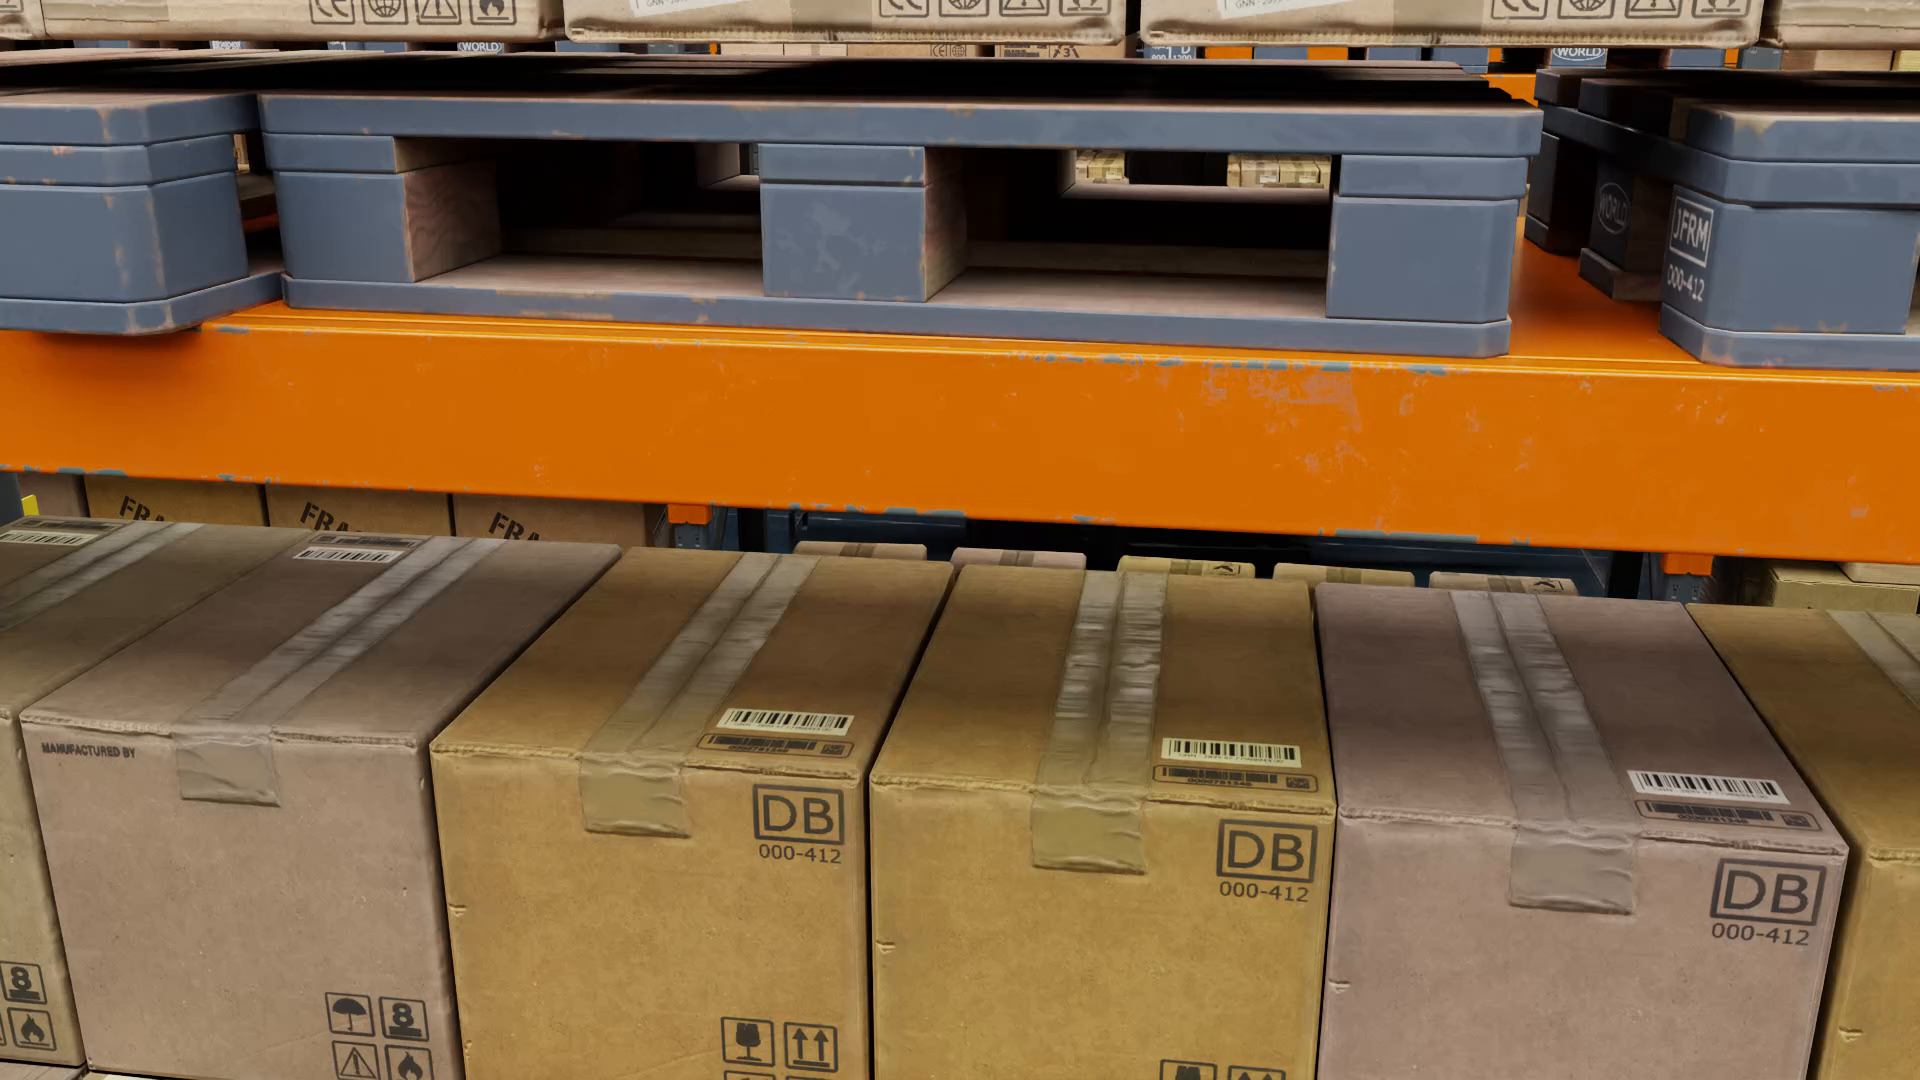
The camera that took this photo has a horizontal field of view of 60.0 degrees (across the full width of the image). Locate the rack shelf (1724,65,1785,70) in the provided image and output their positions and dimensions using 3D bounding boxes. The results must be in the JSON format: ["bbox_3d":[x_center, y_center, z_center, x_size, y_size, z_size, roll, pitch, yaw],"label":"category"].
[{"bbox_3d":[4.856,-1.524,6.036,4.000,0.370,1.077,3,19,9],"label":"rack shelf"}]

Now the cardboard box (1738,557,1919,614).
[{"bbox_3d":[3.421,0.320,6.608,0.500,0.500,0.500,4,19,11],"label":"cardboard box"}]

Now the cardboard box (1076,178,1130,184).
[{"bbox_3d":[0.592,-1.446,7.086,0.250,0.149,0.380,2,19,6],"label":"cardboard box"}]

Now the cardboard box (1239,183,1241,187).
[{"bbox_3d":[2.127,-2.260,11.279,0.500,0.250,0.500,3,19,10],"label":"cardboard box"}]

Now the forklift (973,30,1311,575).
[{"bbox_3d":[1.615,-1.368,9.271,3.031,2.935,1.130,1,19,4],"label":"forklift"}]

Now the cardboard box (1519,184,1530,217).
[{"bbox_3d":[2.473,-1.373,6.868,0.250,0.149,0.380,3,19,8],"label":"cardboard box"}]

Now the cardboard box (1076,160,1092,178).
[{"bbox_3d":[0.765,-2.519,11.425,0.250,0.149,0.380,3,19,9],"label":"cardboard box"}]

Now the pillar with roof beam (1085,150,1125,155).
[{"bbox_3d":[0.463,-4.013,7.614,0.400,9.000,9.100,3,19,9],"label":"pillar with roof beam"}]

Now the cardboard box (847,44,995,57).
[{"bbox_3d":[-0.134,-2.164,6.657,0.500,0.500,0.700,3,19,9],"label":"cardboard box"}]

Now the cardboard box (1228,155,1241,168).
[{"bbox_3d":[1.854,-2.630,11.755,0.250,0.149,0.380,3,19,9],"label":"cardboard box"}]

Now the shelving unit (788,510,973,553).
[{"bbox_3d":[-0.441,-0.705,9.547,1.048,1.500,0.538,1,19,4],"label":"shelving unit"}]

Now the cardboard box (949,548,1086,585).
[{"bbox_3d":[0.218,0.369,7.453,0.625,0.372,0.950,3,19,8],"label":"cardboard box"}]

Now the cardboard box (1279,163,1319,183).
[{"bbox_3d":[2.272,-2.442,11.193,0.250,0.149,0.380,2,19,7],"label":"cardboard box"}]

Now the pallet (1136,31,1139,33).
[{"bbox_3d":[1.504,-3.571,11.319,1.213,0.211,1.003,4,19,11],"label":"pallet"}]

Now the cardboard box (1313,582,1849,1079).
[{"bbox_3d":[0.698,0.417,2.096,0.500,0.500,0.700,3,19,9],"label":"cardboard box"}]

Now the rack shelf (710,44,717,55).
[{"bbox_3d":[-2.259,-3.482,11.888,4.000,0.370,1.077,3,19,9],"label":"rack shelf"}]

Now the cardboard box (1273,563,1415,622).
[{"bbox_3d":[1.653,0.443,7.231,0.625,0.372,0.950,4,19,12],"label":"cardboard box"}]

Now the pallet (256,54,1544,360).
[{"bbox_3d":[-0.005,-0.450,1.992,1.213,0.211,1.003,4,19,11],"label":"pallet"}]

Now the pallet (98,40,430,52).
[{"bbox_3d":[-2.817,-2.149,7.067,1.213,0.211,1.003,4,19,11],"label":"pallet"}]

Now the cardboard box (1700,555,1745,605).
[{"bbox_3d":[3.508,0.152,7.112,0.500,0.500,0.500,3,19,8],"label":"cardboard box"}]

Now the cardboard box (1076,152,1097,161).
[{"bbox_3d":[0.844,-2.701,11.968,0.250,0.149,0.380,3,19,8],"label":"cardboard box"}]

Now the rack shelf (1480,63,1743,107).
[{"bbox_3d":[0.907,-1.725,6.638,4.000,0.370,1.077,3,19,9],"label":"rack shelf"}]

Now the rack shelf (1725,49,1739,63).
[{"bbox_3d":[5.640,-3.079,10.685,4.000,0.370,1.077,3,19,9],"label":"rack shelf"}]

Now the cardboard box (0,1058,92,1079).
[{"bbox_3d":[-1.353,0.871,2.314,0.500,0.500,0.500,3,19,9],"label":"cardboard box"}]

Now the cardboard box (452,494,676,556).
[{"bbox_3d":[-1.737,0.003,7.753,0.875,0.875,0.875,3,19,8],"label":"cardboard box"}]

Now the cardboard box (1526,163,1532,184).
[{"bbox_3d":[4.023,-2.518,11.420,0.250,0.149,0.380,3,19,8],"label":"cardboard box"}]

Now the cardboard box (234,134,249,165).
[{"bbox_3d":[-5.662,-3.085,12.881,0.500,0.500,0.500,2,19,7],"label":"cardboard box"}]

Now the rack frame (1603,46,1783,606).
[{"bbox_3d":[2.881,-0.543,6.699,0.127,3.000,1.000,3,19,9],"label":"rack frame"}]

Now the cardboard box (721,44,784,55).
[{"bbox_3d":[-0.784,-1.979,6.658,0.250,0.149,0.380,3,19,9],"label":"cardboard box"}]

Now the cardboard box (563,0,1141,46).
[{"bbox_3d":[-0.072,-0.659,1.639,0.500,0.311,0.500,3,19,8],"label":"cardboard box"}]

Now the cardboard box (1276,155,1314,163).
[{"bbox_3d":[2.352,-2.608,11.690,0.250,0.149,0.380,3,19,9],"label":"cardboard box"}]

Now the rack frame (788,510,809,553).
[{"bbox_3d":[-0.948,-0.717,9.582,0.032,1.500,0.500,1,19,4],"label":"rack frame"}]

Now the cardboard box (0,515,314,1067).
[{"bbox_3d":[-1.312,0.316,2.399,0.500,0.500,0.700,3,19,8],"label":"cardboard box"}]

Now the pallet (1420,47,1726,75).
[{"bbox_3d":[2.289,-1.941,6.445,1.003,0.211,1.213,3,19,9],"label":"pallet"}]

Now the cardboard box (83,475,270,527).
[{"bbox_3d":[-3.499,-0.088,8.026,0.875,0.875,0.875,3,19,10],"label":"cardboard box"}]

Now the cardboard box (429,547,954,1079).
[{"bbox_3d":[-0.305,0.366,2.249,0.500,0.500,0.700,3,19,8],"label":"cardboard box"}]

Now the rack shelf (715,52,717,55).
[{"bbox_3d":[-3.043,-1.926,7.240,4.000,0.370,1.077,3,19,9],"label":"rack shelf"}]

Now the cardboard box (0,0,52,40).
[{"bbox_3d":[-1.074,-0.710,1.792,0.500,0.311,0.500,3,19,9],"label":"cardboard box"}]

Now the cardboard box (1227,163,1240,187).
[{"bbox_3d":[1.752,-2.445,11.204,0.250,0.149,0.380,2,19,7],"label":"cardboard box"}]

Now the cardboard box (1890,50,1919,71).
[{"bbox_3d":[3.400,-1.722,5.892,0.250,0.149,0.380,3,19,9],"label":"cardboard box"}]

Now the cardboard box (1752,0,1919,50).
[{"bbox_3d":[0.942,-0.578,1.494,0.500,0.250,0.500,3,19,8],"label":"cardboard box"}]

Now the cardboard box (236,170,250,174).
[{"bbox_3d":[-3.013,-1.447,7.666,0.500,0.500,0.500,3,19,10],"label":"cardboard box"}]
